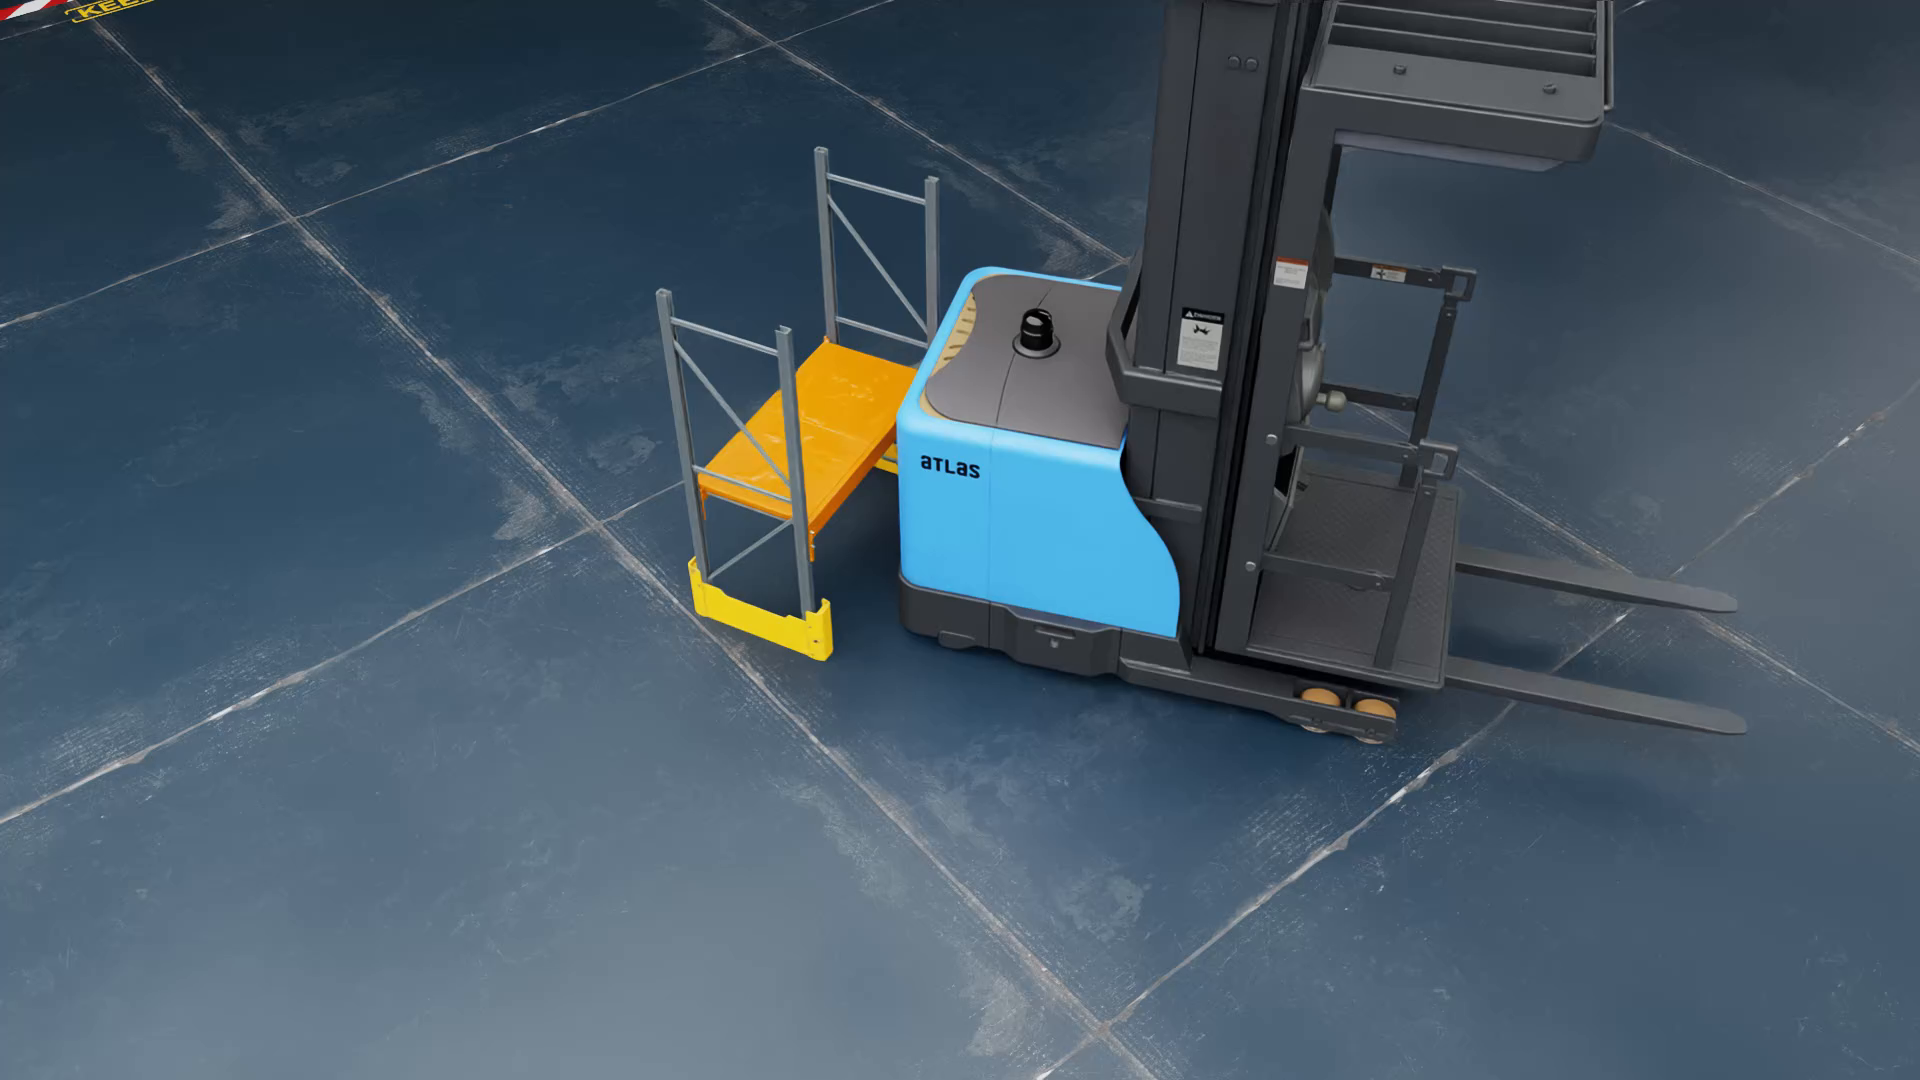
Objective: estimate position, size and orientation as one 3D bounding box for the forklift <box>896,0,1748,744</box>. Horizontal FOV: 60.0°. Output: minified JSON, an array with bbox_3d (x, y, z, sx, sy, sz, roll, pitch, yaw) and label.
[{"bbox_3d":[1.343,-0.744,5.402,3.031,2.935,1.130,11,44,11],"label":"forklift"}]

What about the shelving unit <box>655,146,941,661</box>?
[{"bbox_3d":[-0.529,-0.506,6.194,0.587,1.500,1.083,19,46,19],"label":"shelving unit"}]

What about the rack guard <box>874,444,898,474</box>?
[{"bbox_3d":[-0.305,-0.355,6.945,0.587,0.250,0.087,19,46,19],"label":"rack guard"}]

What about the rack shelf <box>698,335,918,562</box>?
[{"bbox_3d":[-0.534,-0.370,6.311,0.538,0.185,1.000,19,46,19],"label":"rack shelf"}]

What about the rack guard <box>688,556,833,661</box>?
[{"bbox_3d":[-0.754,0.253,6.298,0.587,0.250,0.087,19,46,19],"label":"rack guard"}]

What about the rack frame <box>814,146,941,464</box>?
[{"bbox_3d":[-0.304,-0.811,6.518,0.500,1.500,0.032,19,46,19],"label":"rack frame"}]

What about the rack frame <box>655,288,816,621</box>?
[{"bbox_3d":[-0.763,-0.190,5.857,0.500,1.500,0.032,19,46,19],"label":"rack frame"}]
